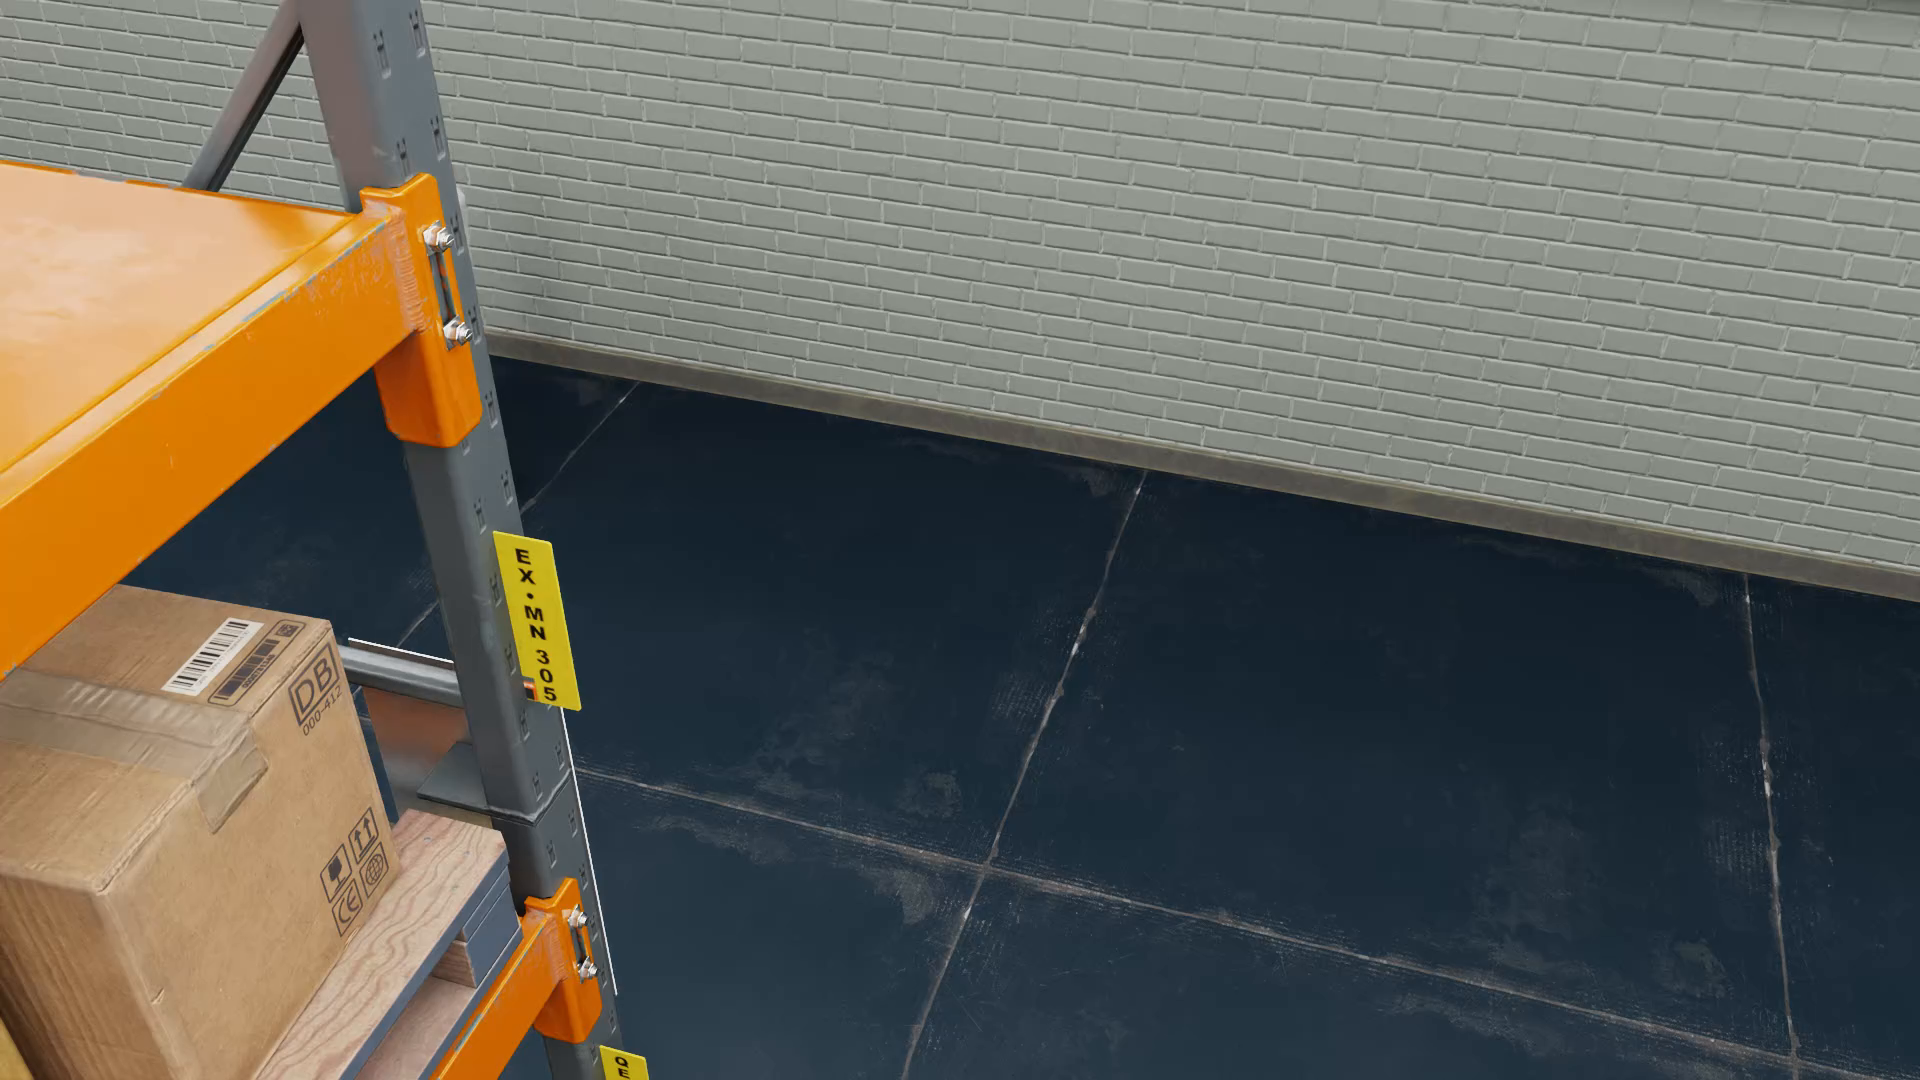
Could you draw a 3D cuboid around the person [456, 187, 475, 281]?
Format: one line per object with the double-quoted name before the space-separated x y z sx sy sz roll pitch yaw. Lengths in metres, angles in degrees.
"person" -2.701 -1.189 8.502 0.381 1.783 0.568 10 38 14
